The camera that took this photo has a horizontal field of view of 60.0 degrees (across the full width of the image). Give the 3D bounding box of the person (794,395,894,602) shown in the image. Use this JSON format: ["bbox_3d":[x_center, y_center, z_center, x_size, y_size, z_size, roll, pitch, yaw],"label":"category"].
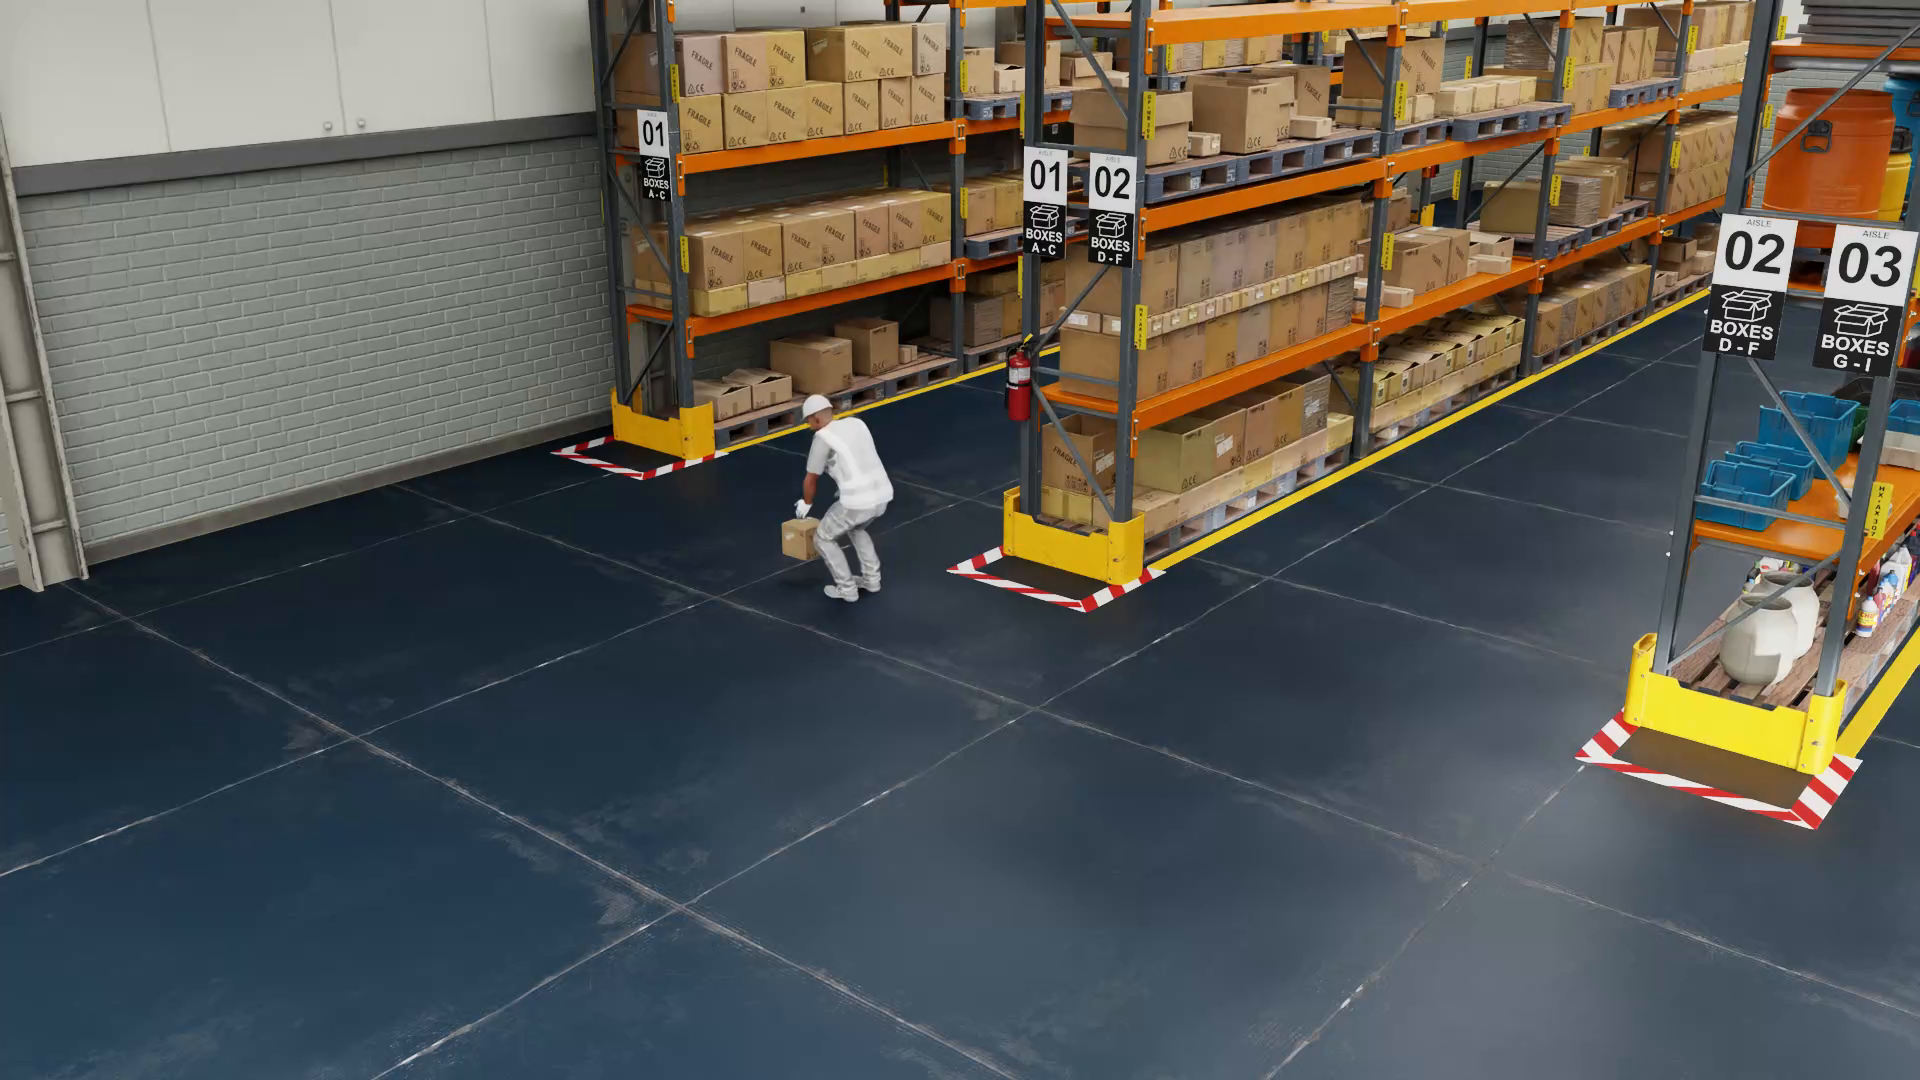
[{"bbox_3d":[-0.866,-0.309,12.311,0.717,1.498,0.610,16,25,37],"label":"person"}]
